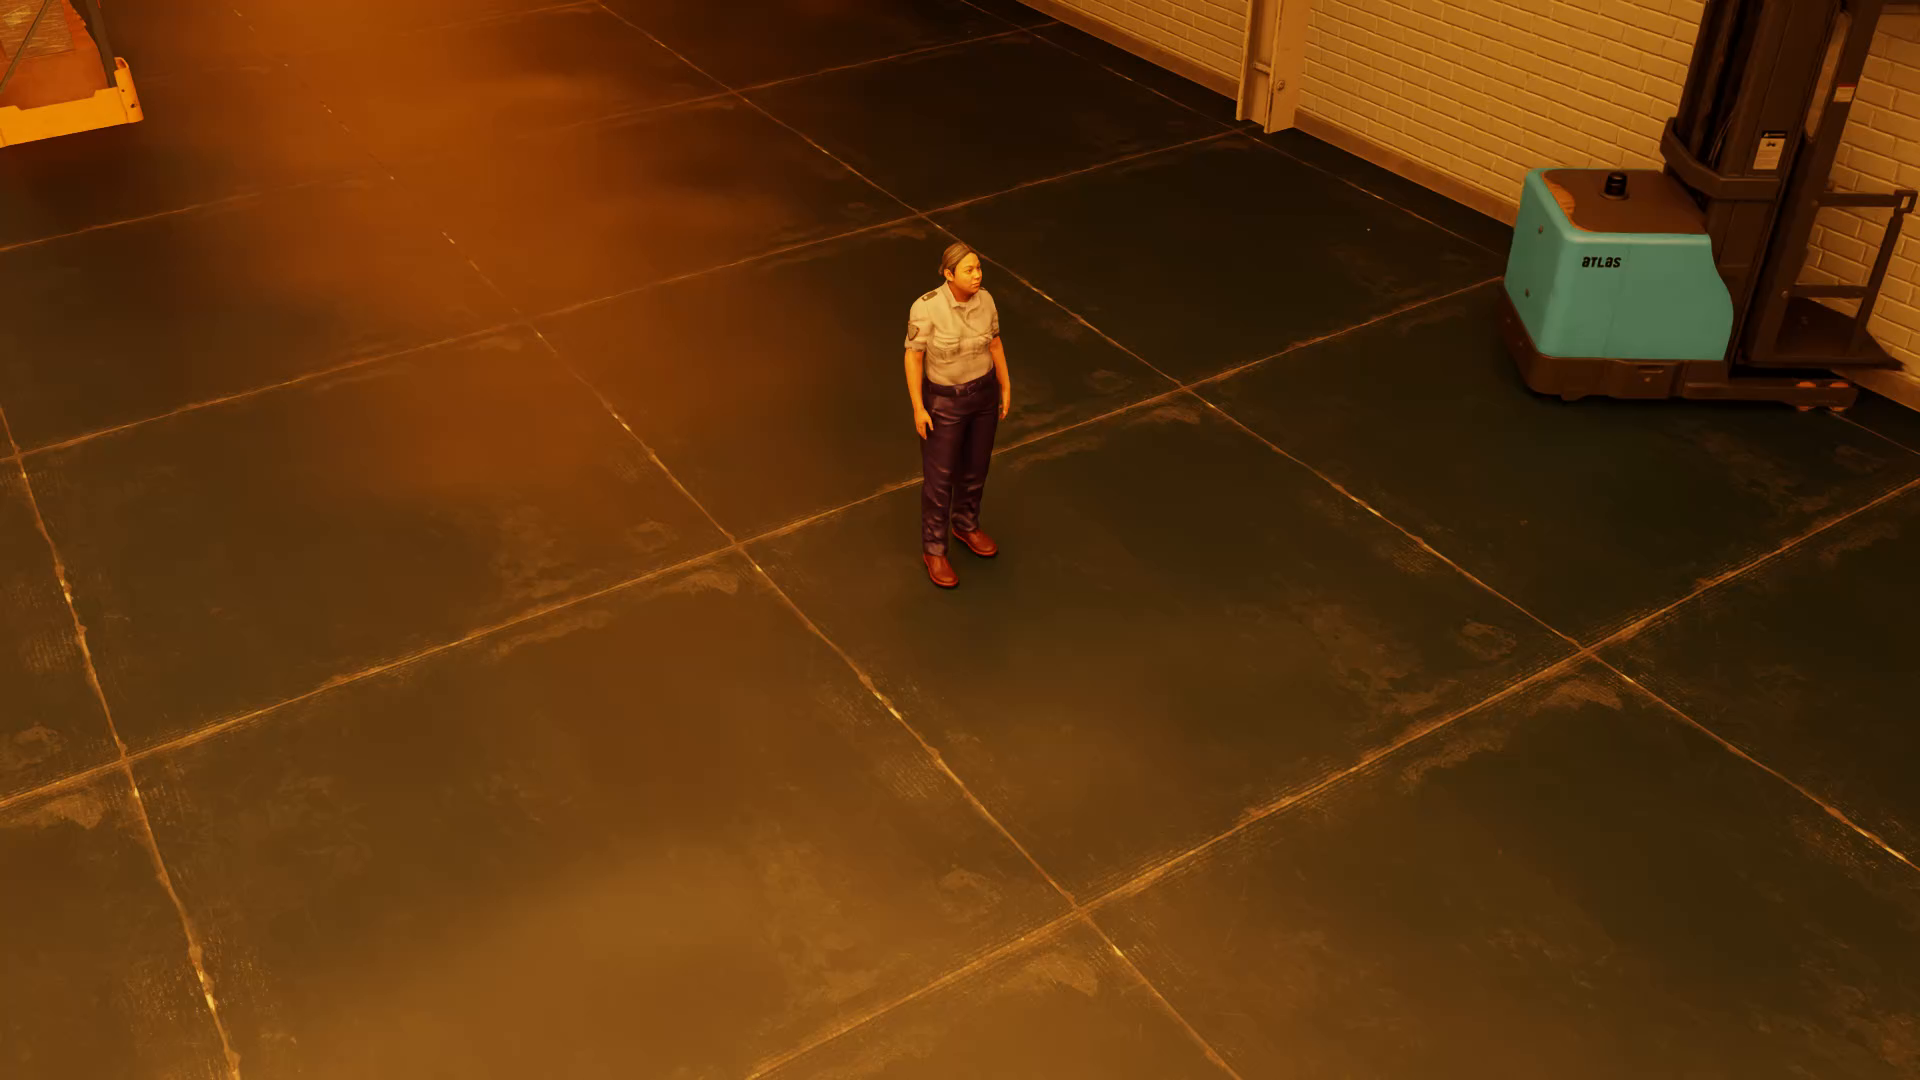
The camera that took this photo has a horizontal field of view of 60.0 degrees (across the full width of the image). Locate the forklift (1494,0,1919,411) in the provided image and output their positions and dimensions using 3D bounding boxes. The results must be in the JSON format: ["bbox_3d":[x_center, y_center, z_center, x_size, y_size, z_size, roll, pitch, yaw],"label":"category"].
[{"bbox_3d":[4.894,-2.271,9.380,3.031,2.935,1.130,1,35,2],"label":"forklift"}]

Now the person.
[{"bbox_3d":[0.030,-0.626,8.149,0.598,1.643,0.502,-21,40,-27],"label":"person"}]
